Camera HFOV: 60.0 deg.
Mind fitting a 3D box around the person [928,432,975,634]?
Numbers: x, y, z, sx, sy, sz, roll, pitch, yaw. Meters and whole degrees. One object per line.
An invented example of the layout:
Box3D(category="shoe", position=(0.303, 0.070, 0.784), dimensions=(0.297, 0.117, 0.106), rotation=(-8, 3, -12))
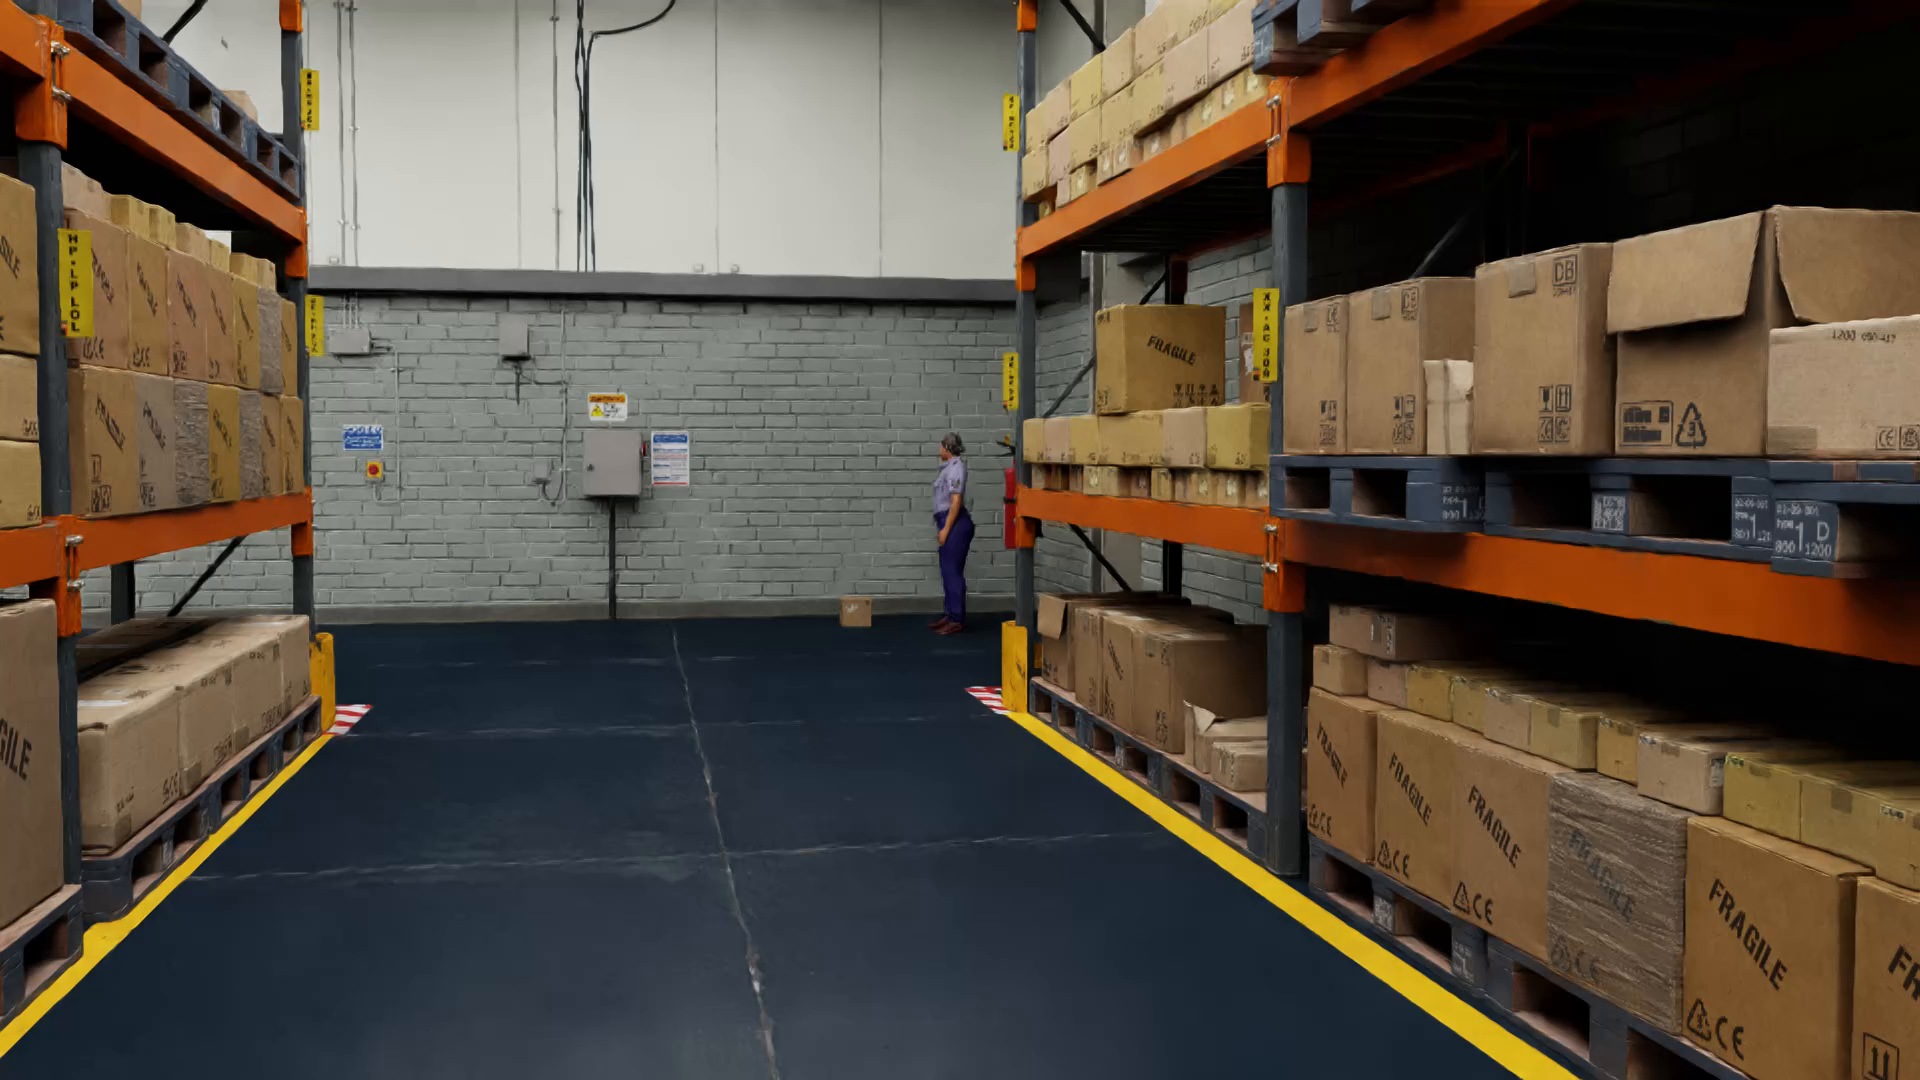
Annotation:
Box3D(category="person", position=(-0.075, -0.053, 13.994), dimensions=(0.399, 1.679, 0.529), rotation=(0, 3, 2))
